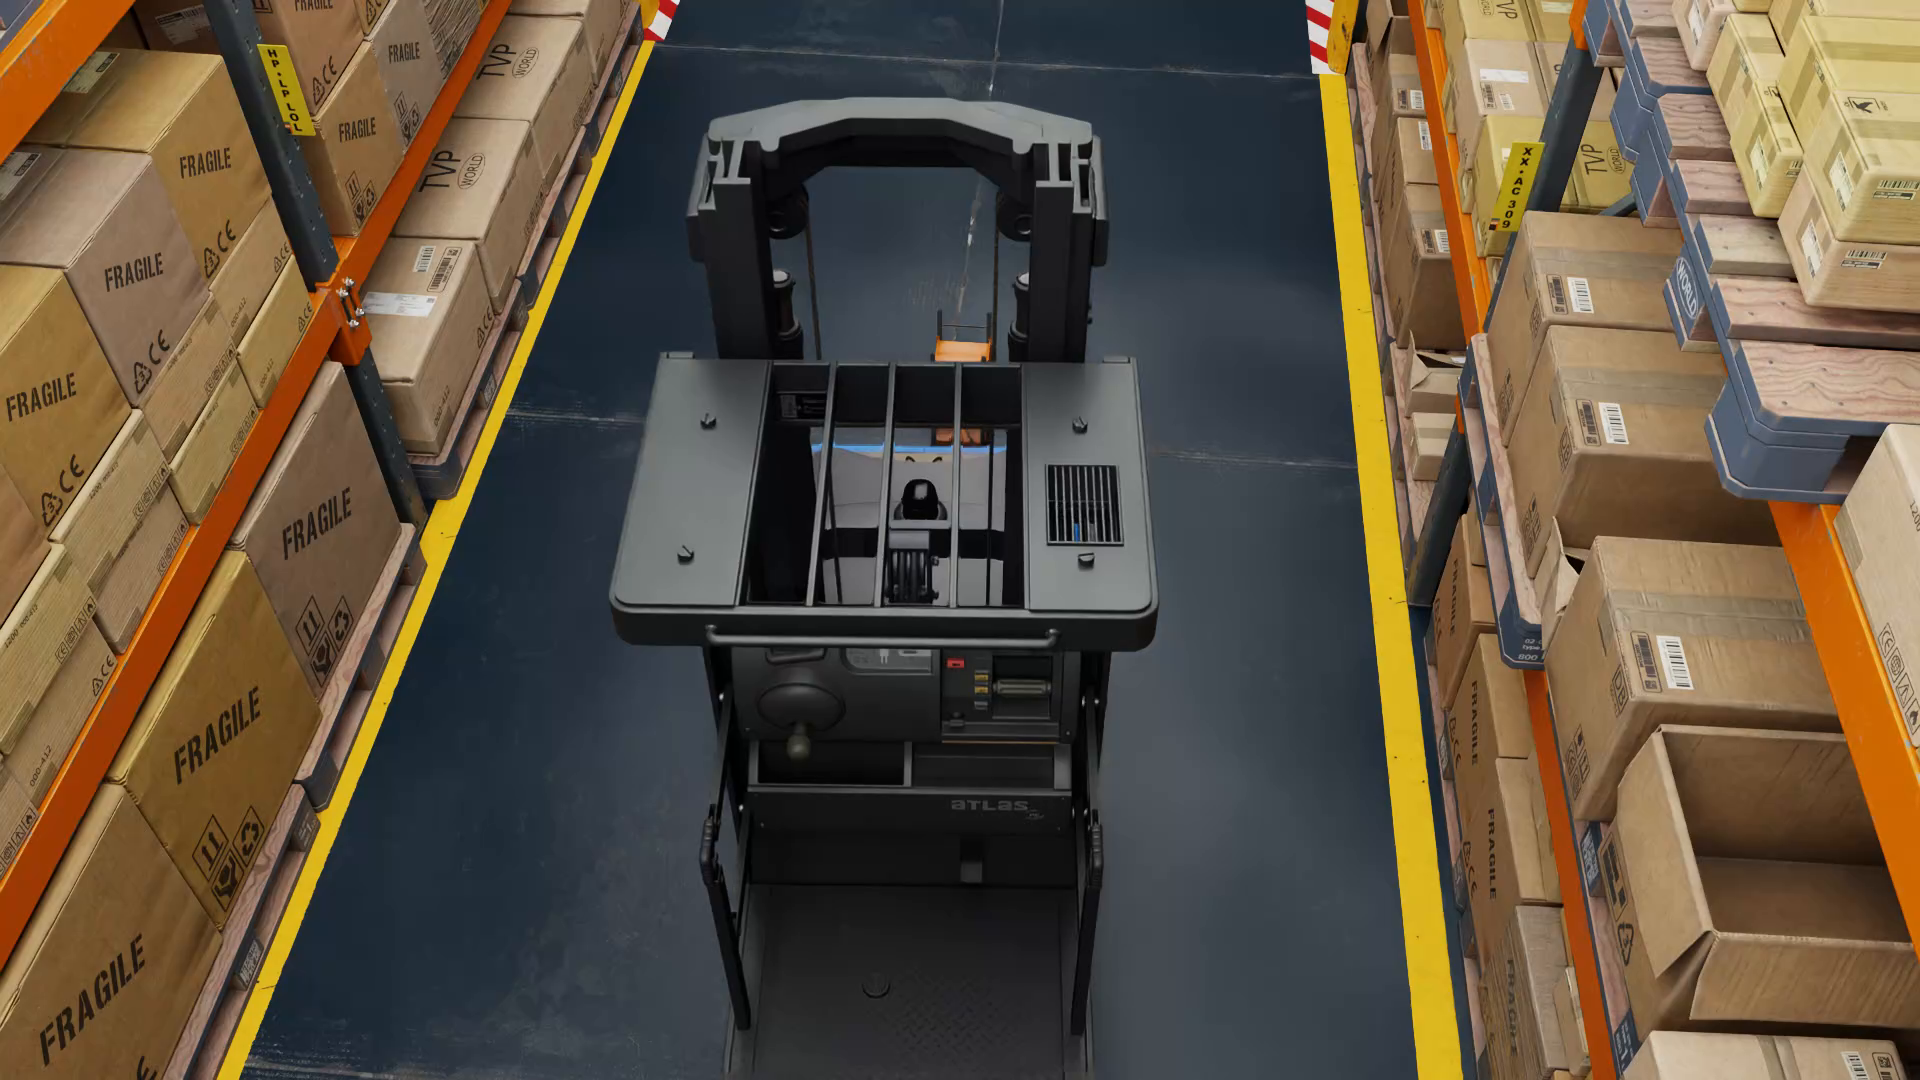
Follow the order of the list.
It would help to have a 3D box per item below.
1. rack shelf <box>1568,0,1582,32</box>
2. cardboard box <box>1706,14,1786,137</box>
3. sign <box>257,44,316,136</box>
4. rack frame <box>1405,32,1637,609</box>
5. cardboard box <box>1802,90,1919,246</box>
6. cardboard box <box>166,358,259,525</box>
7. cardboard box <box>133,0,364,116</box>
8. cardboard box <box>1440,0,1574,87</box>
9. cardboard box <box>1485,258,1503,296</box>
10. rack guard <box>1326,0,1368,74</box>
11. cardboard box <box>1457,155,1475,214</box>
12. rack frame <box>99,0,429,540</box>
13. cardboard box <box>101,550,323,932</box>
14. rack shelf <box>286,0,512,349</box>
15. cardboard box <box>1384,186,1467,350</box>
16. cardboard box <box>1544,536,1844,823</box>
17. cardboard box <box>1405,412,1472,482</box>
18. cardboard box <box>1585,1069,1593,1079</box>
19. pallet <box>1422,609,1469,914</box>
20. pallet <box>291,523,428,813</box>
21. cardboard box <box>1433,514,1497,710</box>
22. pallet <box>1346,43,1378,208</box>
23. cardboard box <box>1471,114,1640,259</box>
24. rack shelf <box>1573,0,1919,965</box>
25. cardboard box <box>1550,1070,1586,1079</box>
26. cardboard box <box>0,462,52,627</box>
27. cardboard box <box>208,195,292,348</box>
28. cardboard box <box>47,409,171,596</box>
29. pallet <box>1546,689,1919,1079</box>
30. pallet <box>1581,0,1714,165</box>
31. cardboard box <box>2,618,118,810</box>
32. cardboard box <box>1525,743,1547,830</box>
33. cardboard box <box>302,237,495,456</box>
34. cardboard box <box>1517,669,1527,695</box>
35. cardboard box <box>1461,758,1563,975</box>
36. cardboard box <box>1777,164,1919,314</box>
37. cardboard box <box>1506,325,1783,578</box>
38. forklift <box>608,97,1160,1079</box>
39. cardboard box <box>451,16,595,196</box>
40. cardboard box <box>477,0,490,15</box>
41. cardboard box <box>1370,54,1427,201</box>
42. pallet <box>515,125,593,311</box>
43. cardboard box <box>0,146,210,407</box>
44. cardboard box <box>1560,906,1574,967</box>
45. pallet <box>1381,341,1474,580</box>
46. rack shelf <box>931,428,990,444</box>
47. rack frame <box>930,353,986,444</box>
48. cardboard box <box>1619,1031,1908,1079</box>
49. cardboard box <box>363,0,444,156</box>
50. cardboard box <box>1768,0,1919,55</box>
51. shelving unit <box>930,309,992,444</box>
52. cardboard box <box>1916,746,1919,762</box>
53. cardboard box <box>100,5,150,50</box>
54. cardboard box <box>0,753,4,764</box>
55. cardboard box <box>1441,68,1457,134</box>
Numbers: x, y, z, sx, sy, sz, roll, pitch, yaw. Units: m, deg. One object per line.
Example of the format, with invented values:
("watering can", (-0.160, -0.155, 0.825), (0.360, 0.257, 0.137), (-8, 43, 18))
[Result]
("rack shelf", (2.439, -3.002, 5.918), (1.077, 0.370, 4.000), (4, 48, 4))
("cardboard box", (1.743, -0.923, 3.346), (0.380, 0.149, 0.250), (3, 48, 3))
("sign", (-2.145, -1.429, 5.293), (0.100, 0.325, 0.005), (4, 48, 4))
("rack frame", (2.257, -0.763, 5.415), (1.000, 3.000, 0.127), (4, 48, 4))
("cardboard box", (1.711, -0.641, 2.887), (0.380, 0.149, 0.250), (4, 48, 4))
("cardboard box", (-2.524, -0.323, 5.114), (0.500, 0.250, 0.500), (3, 48, 3))
("cardboard box", (-2.402, -1.799, 5.617), (0.500, 0.500, 0.500), (4, 48, 4))
("cardboard box", (2.150, -1.938, 6.390), (0.500, 0.250, 0.500), (4, 48, 3))
("cardboard box", (2.035, -0.930, 5.738), (0.380, 0.149, 0.250), (4, 48, 4))
("rack guard", (2.615, -2.803, 8.975), (1.175, 0.500, 0.348), (4, 48, 4))
("cardboard box", (2.036, -1.315, 6.090), (0.380, 0.149, 0.250), (5, 48, 5))
("rack frame", (-2.686, -1.094, 5.718), (1.000, 3.000, 0.127), (4, 48, 4))
("cardboard box", (-2.738, 0.606, 5.318), (0.875, 0.875, 0.875), (5, 48, 5))
("rack shelf", (-2.504, -2.321, 7.328), (1.077, 0.370, 4.000), (4, 48, 4))
("cardboard box", (2.260, -1.169, 7.196), (0.700, 0.500, 0.500), (2, 48, 2))
("cardboard box", (1.872, 0.359, 4.036), (0.700, 0.500, 0.500), (4, 48, 3))
("cardboard box", (2.015, -0.372, 6.705), (0.380, 0.149, 0.250), (3, 48, 2))
("cardboard box", (1.839, 1.512, 4.304), (0.380, 0.149, 0.250), (3, 48, 3))
("pallet", (2.221, 0.778, 5.895), (1.003, 0.211, 1.213), (4, 48, 4))
("pallet", (-2.681, 0.419, 6.224), (1.003, 0.211, 1.213), (4, 48, 4))
("cardboard box", (1.989, 0.279, 5.871), (0.500, 0.500, 0.500), (6, 48, 5))
("pallet", (2.543, -2.120, 8.546), (1.003, 0.211, 1.213), (4, 48, 4))
("cardboard box", (2.061, -1.204, 5.718), (0.500, 0.250, 0.500), (5, 48, 5))
("rack shelf", (2.075, -0.063, 3.230), (1.077, 0.370, 4.000), (4, 48, 4))
("cardboard box", (1.818, 1.801, 4.479), (0.500, 0.500, 0.500), (6, 48, 5))
("cardboard box", (-2.615, 0.013, 3.960), (0.500, 0.500, 0.500), (5, 48, 4))
("cardboard box", (-2.484, -0.872, 5.278), (0.500, 0.250, 0.500), (4, 48, 3))
("cardboard box", (-2.564, -0.123, 4.593), (0.500, 0.250, 0.500), (5, 48, 4))
("pallet", (2.065, 0.812, 4.105), (1.003, 0.211, 1.213), (4, 48, 4))
("pallet", (2.128, -1.238, 3.944), (1.213, 0.211, 1.003), (4, 48, 4))
("cardboard box", (-2.631, 0.427, 4.429), (0.500, 0.250, 0.500), (4, 48, 4))
("cardboard box", (1.928, 0.747, 5.004), (0.380, 0.149, 0.250), (4, 48, 3))
("cardboard box", (-2.522, -0.825, 6.924), (0.875, 0.438, 0.875), (3, 48, 3))
("cardboard box", (1.999, 0.364, 5.354), (0.380, 0.149, 0.250), (2, 48, 2))
("cardboard box", (1.900, 1.037, 5.178), (0.500, 0.500, 0.500), (3, 48, 2))
("cardboard box", (1.719, -0.542, 2.998), (0.380, 0.149, 0.250), (5, 48, 4))
("cardboard box", (1.943, -0.218, 4.564), (0.700, 0.500, 0.500), (4, 48, 4))
("forklift", (-0.144, 0.498, 4.308), (1.130, 2.935, 3.031), (1, 48, 1))
("cardboard box", (-2.357, -2.146, 8.132), (0.875, 0.438, 0.875), (5, 48, 5))
("cardboard box", (-2.234, -2.568, 6.998), (0.500, 0.500, 0.500), (5, 48, 5))
("cardboard box", (2.355, -1.932, 7.894), (0.700, 0.500, 0.500), (6, 48, 5))
("pallet", (-2.430, -1.606, 8.075), (1.003, 0.211, 1.213), (4, 48, 4))
("cardboard box", (-2.517, -0.740, 4.648), (0.500, 0.500, 0.500), (5, 48, 4))
("cardboard box", (1.907, 1.130, 4.654), (0.380, 0.149, 0.250), (4, 48, 4))
("pallet", (2.321, -0.327, 6.906), (1.003, 0.211, 1.213), (4, 48, 4))
("rack shelf", (0.005, -0.386, 6.406), (0.215, 0.259, 0.240), (4, 48, 4))
("rack frame", (-0.006, -0.304, 6.317), (0.200, 1.050, 0.008), (4, 48, 4))
("cardboard box", (1.666, 1.288, 3.356), (0.500, 0.250, 0.500), (2, 48, 2))
("cardboard box", (-2.333, -1.825, 6.318), (0.500, 0.500, 0.500), (4, 48, 4))
("cardboard box", (1.812, -1.010, 3.224), (0.380, 0.149, 0.250), (4, 48, 4))
("shelving unit", (0.005, -0.394, 6.399), (0.215, 1.050, 0.252), (4, 48, 4))
("cardboard box", (1.743, 0.452, 2.373), (0.500, 0.250, 0.500), (4, 48, 4))
("cardboard box", (-2.918, -1.831, 5.646), (0.500, 0.500, 0.500), (4, 48, 3))
("cardboard box", (-2.653, 0.626, 3.907), (0.500, 0.250, 0.500), (4, 48, 3))
("cardboard box", (2.083, -1.696, 6.438), (0.380, 0.149, 0.250), (3, 48, 3))
